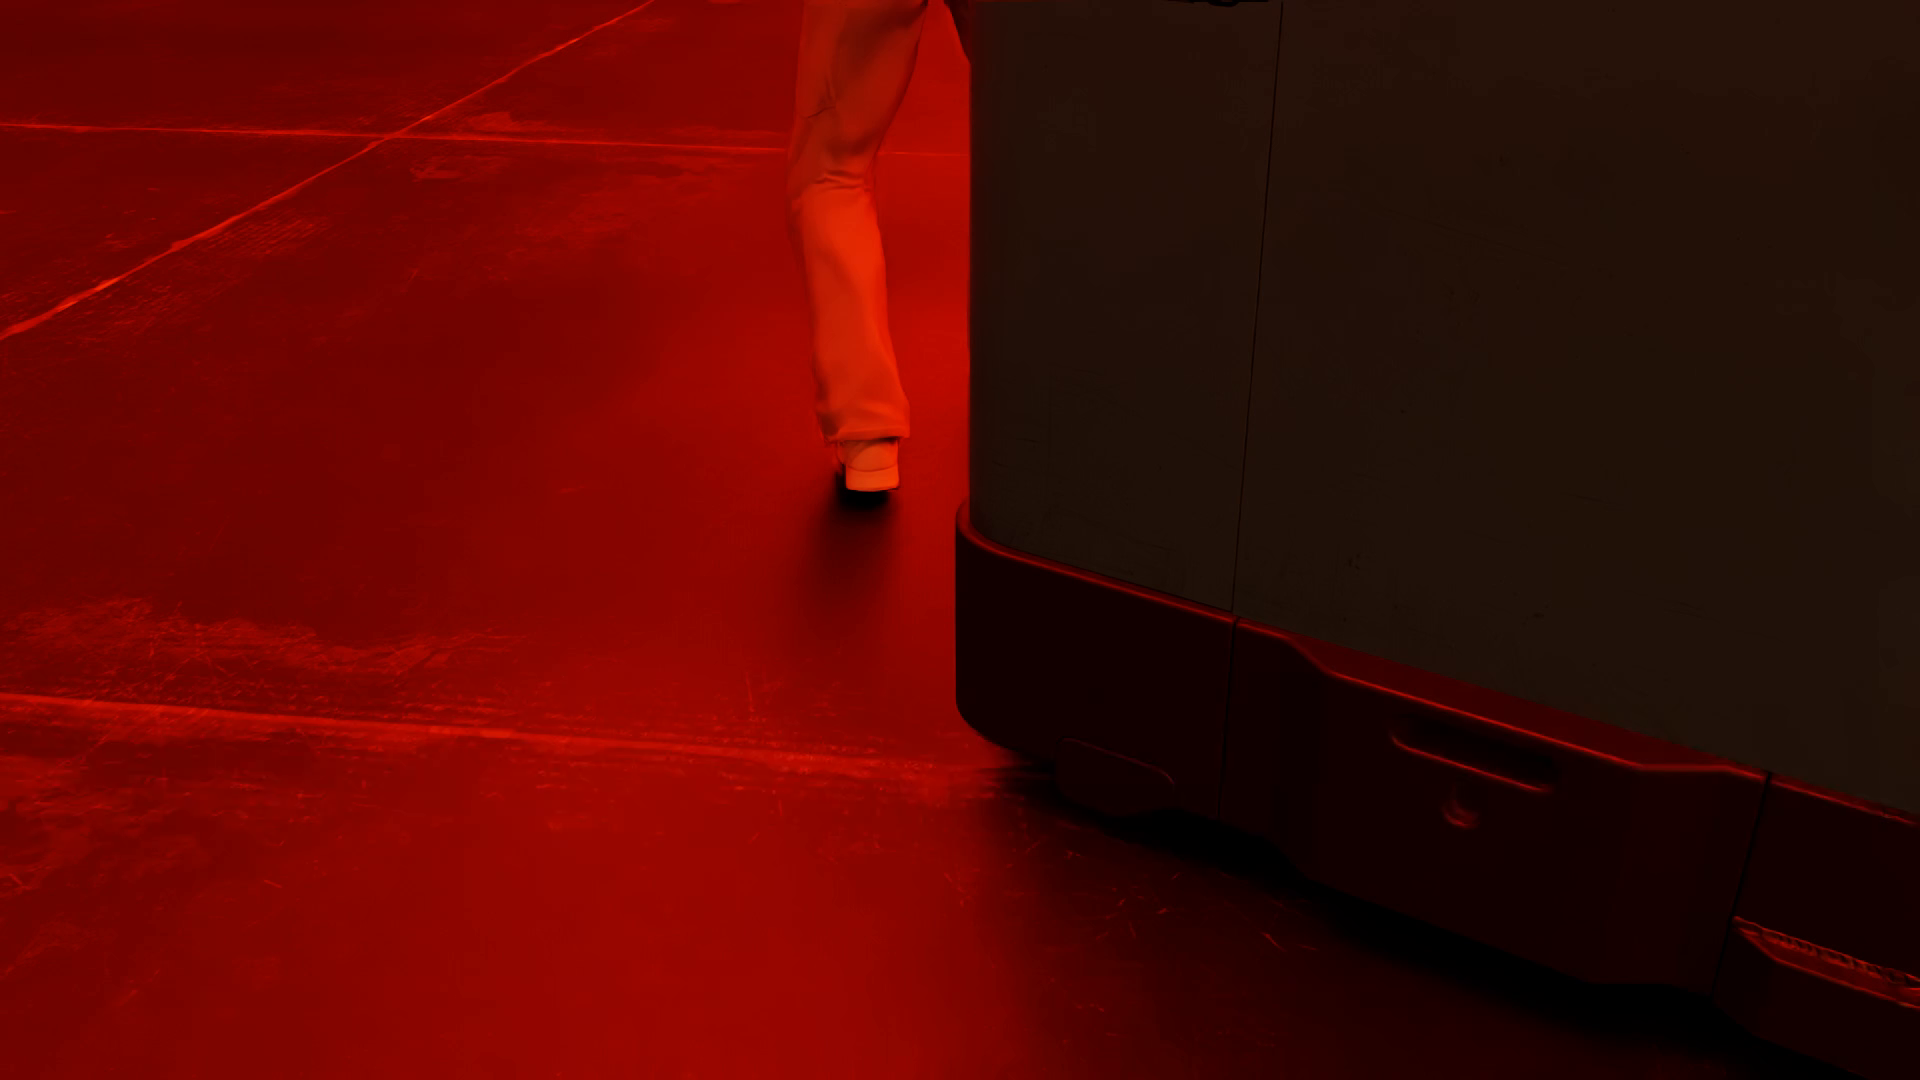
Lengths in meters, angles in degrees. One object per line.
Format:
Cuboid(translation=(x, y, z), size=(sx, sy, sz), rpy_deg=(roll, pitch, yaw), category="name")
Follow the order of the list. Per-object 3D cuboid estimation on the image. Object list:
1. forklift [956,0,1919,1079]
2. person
Cuboid(translation=(1.506, -0.867, 0.955), size=(3.031, 2.935, 1.130), rpy_deg=(16, 31, 30), category="forklift")
Cuboid(translation=(0.014, -0.921, 2.606), size=(0.614, 1.559, 0.759), rpy_deg=(-4, 27, -7), category="person")
